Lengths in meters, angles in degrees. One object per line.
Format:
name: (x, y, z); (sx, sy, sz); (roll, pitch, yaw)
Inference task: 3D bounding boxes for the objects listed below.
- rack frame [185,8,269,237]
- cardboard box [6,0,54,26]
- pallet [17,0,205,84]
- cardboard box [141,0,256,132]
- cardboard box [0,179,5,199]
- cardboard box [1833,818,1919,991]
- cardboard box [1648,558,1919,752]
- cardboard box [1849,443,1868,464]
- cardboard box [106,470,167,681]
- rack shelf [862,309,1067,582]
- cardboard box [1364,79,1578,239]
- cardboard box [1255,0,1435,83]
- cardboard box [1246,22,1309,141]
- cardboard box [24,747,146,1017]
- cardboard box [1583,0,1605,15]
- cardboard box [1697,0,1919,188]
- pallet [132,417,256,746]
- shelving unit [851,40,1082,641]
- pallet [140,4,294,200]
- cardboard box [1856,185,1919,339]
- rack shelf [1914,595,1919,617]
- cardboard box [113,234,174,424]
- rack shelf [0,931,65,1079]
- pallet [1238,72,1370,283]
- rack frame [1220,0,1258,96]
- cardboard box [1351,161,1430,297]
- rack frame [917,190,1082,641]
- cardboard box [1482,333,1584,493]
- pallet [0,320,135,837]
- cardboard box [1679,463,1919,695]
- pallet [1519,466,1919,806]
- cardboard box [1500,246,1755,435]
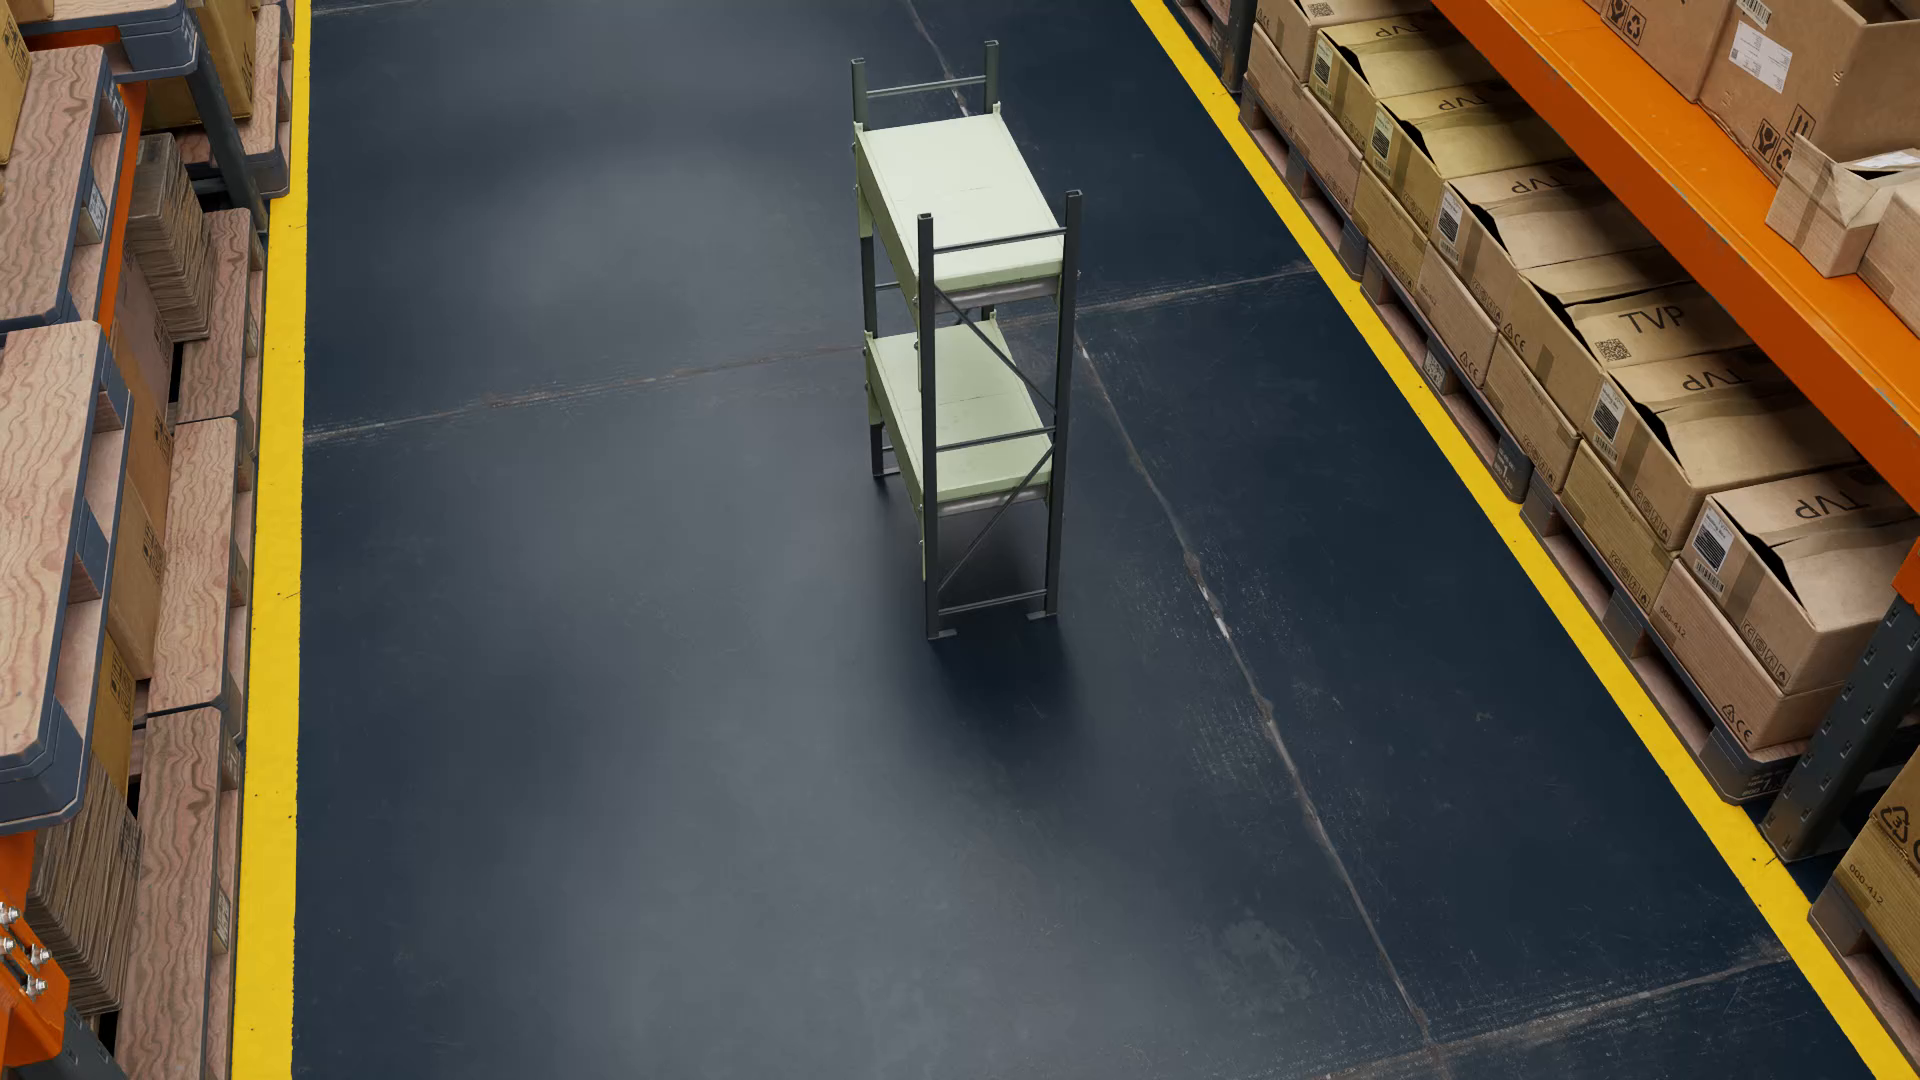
rack frame: (-3.163, -2.175, 5.281); (1.000, 3.000, 0.127); (-11, 47, -10)
cardboard box: (-2.864, -1.660, 4.399); (0.700, 0.500, 0.500); (-15, 47, -14)
pallet: (-2.878, -1.635, 4.886); (1.213, 0.211, 1.003); (-11, 47, -10)
cardboard box: (-3.224, -2.101, 6.420); (0.750, 0.750, 0.750); (-11, 47, -11)
cardboard box: (-2.571, -0.796, 3.551); (0.700, 0.500, 0.500); (-5, 46, -5)
cardboard box: (2.474, 0.870, 3.929); (0.500, 0.250, 0.500); (-11, 47, -10)
cardboard box: (2.262, 0.261, 4.525); (0.500, 0.250, 0.500); (-11, 47, -11)
cardboard box: (2.661, -0.380, 4.760); (0.500, 0.311, 0.500); (-11, 47, -11)
cardboard box: (-2.616, 0.096, 4.498); (0.700, 0.500, 0.500); (-10, 46, -10)
rack shelf: (0.002, -0.292, 4.943); (0.431, 0.370, 0.720); (-11, 47, -10)
cardboard box: (1.746, -1.335, 5.697); (0.500, 0.311, 0.500); (-12, 47, -11)
cardboard box: (1.475, -2.049, 6.396); (0.500, 0.311, 0.500); (-9, 46, -9)
cardboard box: (1.475, -1.852, 6.596); (0.500, 0.250, 0.500); (-11, 47, -10)
cardboard box: (-2.343, 0.803, 3.805); (0.700, 0.500, 0.500); (-9, 46, -9)
cardboard box: (2.070, -1.963, 5.003); (0.500, 0.500, 0.500); (-13, 47, -12)
cardboard box: (2.333, -1.253, 4.308); (0.500, 0.500, 0.500); (-8, 46, -7)
pallet: (-2.656, 0.182, 4.924); (1.003, 0.211, 1.213); (-11, 47, -10)
shelving unit: (0.002, -0.520, 4.710); (0.431, 1.500, 0.755); (-11, 47, -10)
pallet: (-3.292, -1.757, 6.824); (1.003, 0.211, 1.213); (-11, 47, -10)
cardboard box: (2.480, -0.601, 3.844); (0.500, 0.250, 0.500); (-8, 46, -8)
rack shelf: (3.161, 1.311, 2.368); (1.077, 0.370, 4.000); (-11, 47, -10)
cardboard box: (-2.909, -0.589, 5.169); (0.700, 0.500, 0.500); (-11, 47, -10)
rack shelf: (-1.627, 2.220, 1.478); (1.077, 0.370, 4.000); (-11, 47, -10)
pallet: (1.798, -1.531, 6.603); (1.003, 0.211, 1.213); (-11, 47, -10)
rack frame: (1.625, -3.083, 6.171); (1.000, 3.000, 0.127); (-11, 47, -10)
cardboard box: (1.743, -1.148, 5.906); (0.500, 0.250, 0.500); (-12, 47, -11)
rack frame: (0.095, -0.268, 4.462); (0.400, 1.500, 0.023); (-11, 47, -10)
cardboard box: (2.003, -0.442, 5.214); (0.500, 0.250, 0.500); (-10, 46, -9)
pallet: (-2.194, 0.100, 3.186); (1.003, 0.211, 1.213); (-11, 47, -10)
cardboard box: (2.268, 0.071, 4.319); (0.500, 0.311, 0.500); (-11, 47, -10)
pallet: (2.422, 0.153, 4.952); (1.003, 0.211, 1.213); (-11, 47, -10)
cardboard box: (2.003, -0.632, 5.008); (0.500, 0.311, 0.500); (-11, 47, -10)
